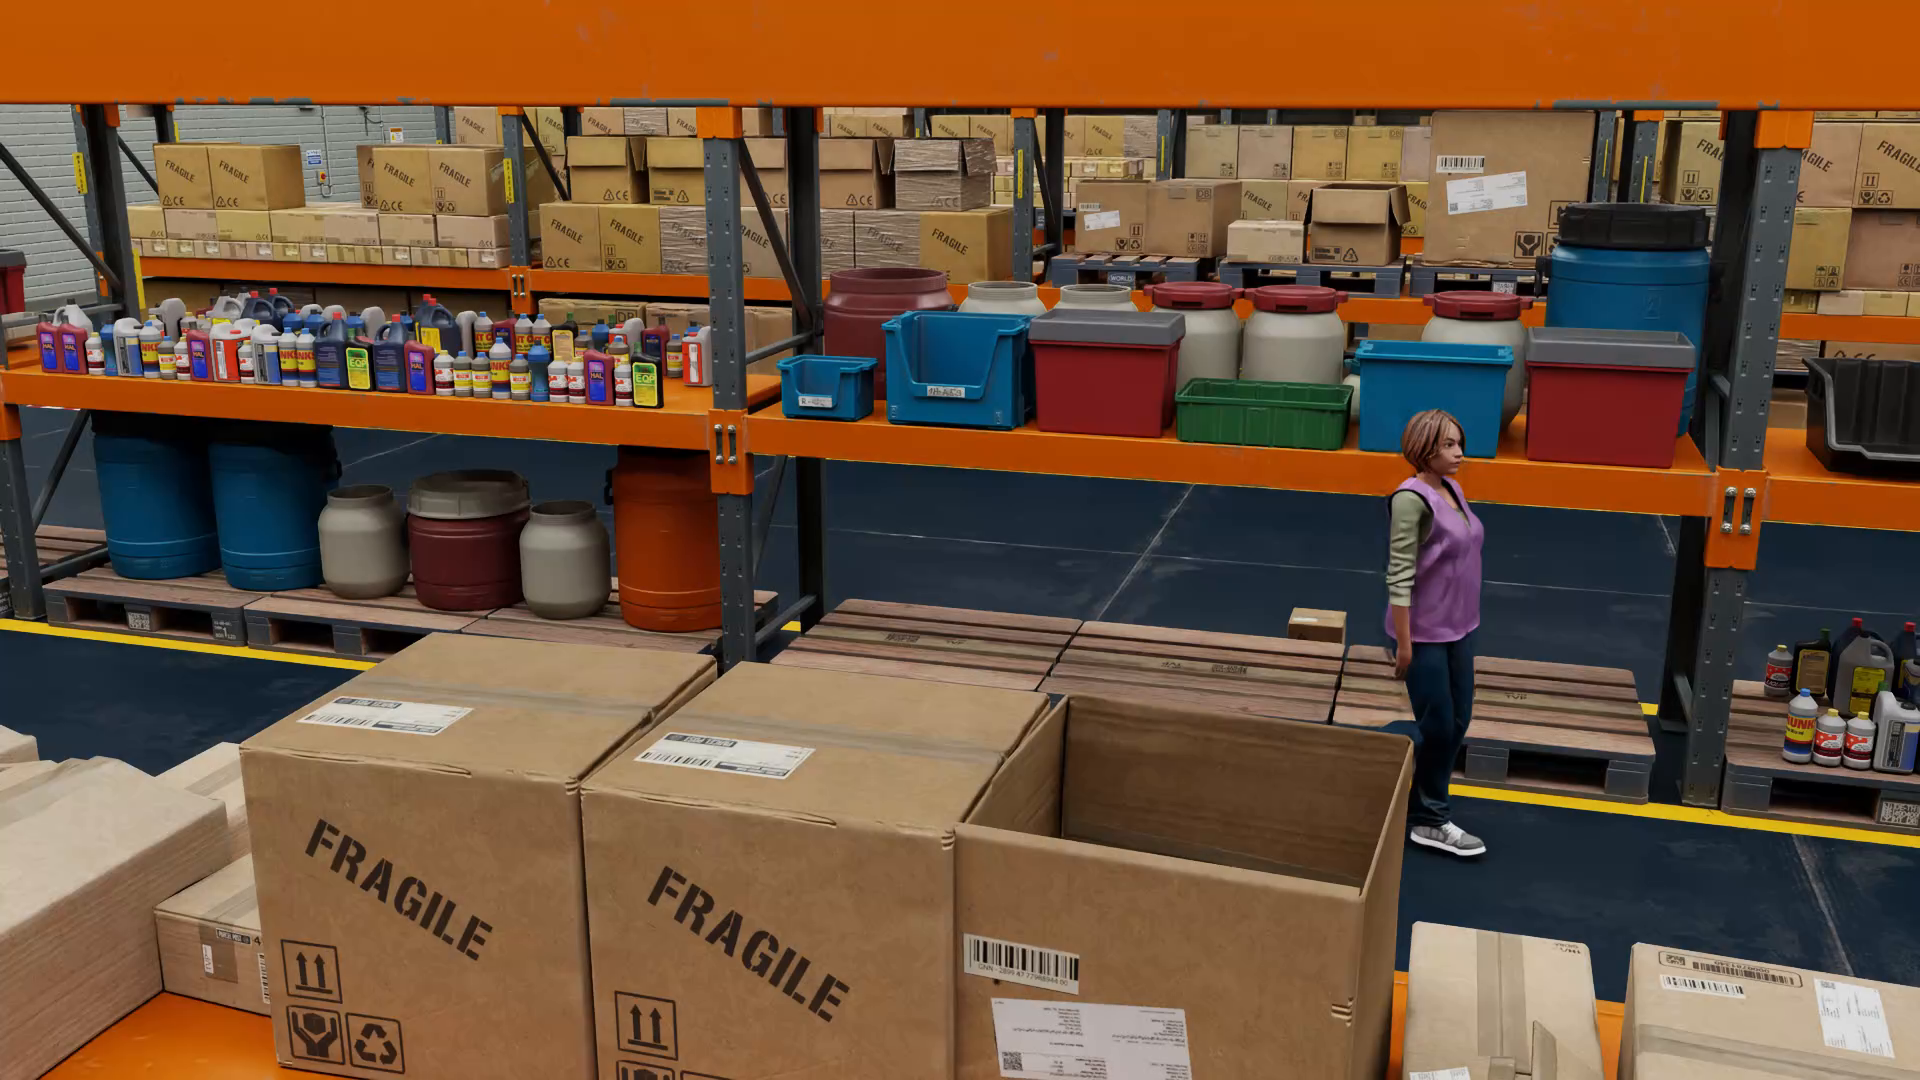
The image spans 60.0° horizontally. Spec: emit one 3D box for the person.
[{"bbox_3d":[1.605,0.322,5.829,0.587,1.581,0.414,13,20,39],"label":"person"}]
